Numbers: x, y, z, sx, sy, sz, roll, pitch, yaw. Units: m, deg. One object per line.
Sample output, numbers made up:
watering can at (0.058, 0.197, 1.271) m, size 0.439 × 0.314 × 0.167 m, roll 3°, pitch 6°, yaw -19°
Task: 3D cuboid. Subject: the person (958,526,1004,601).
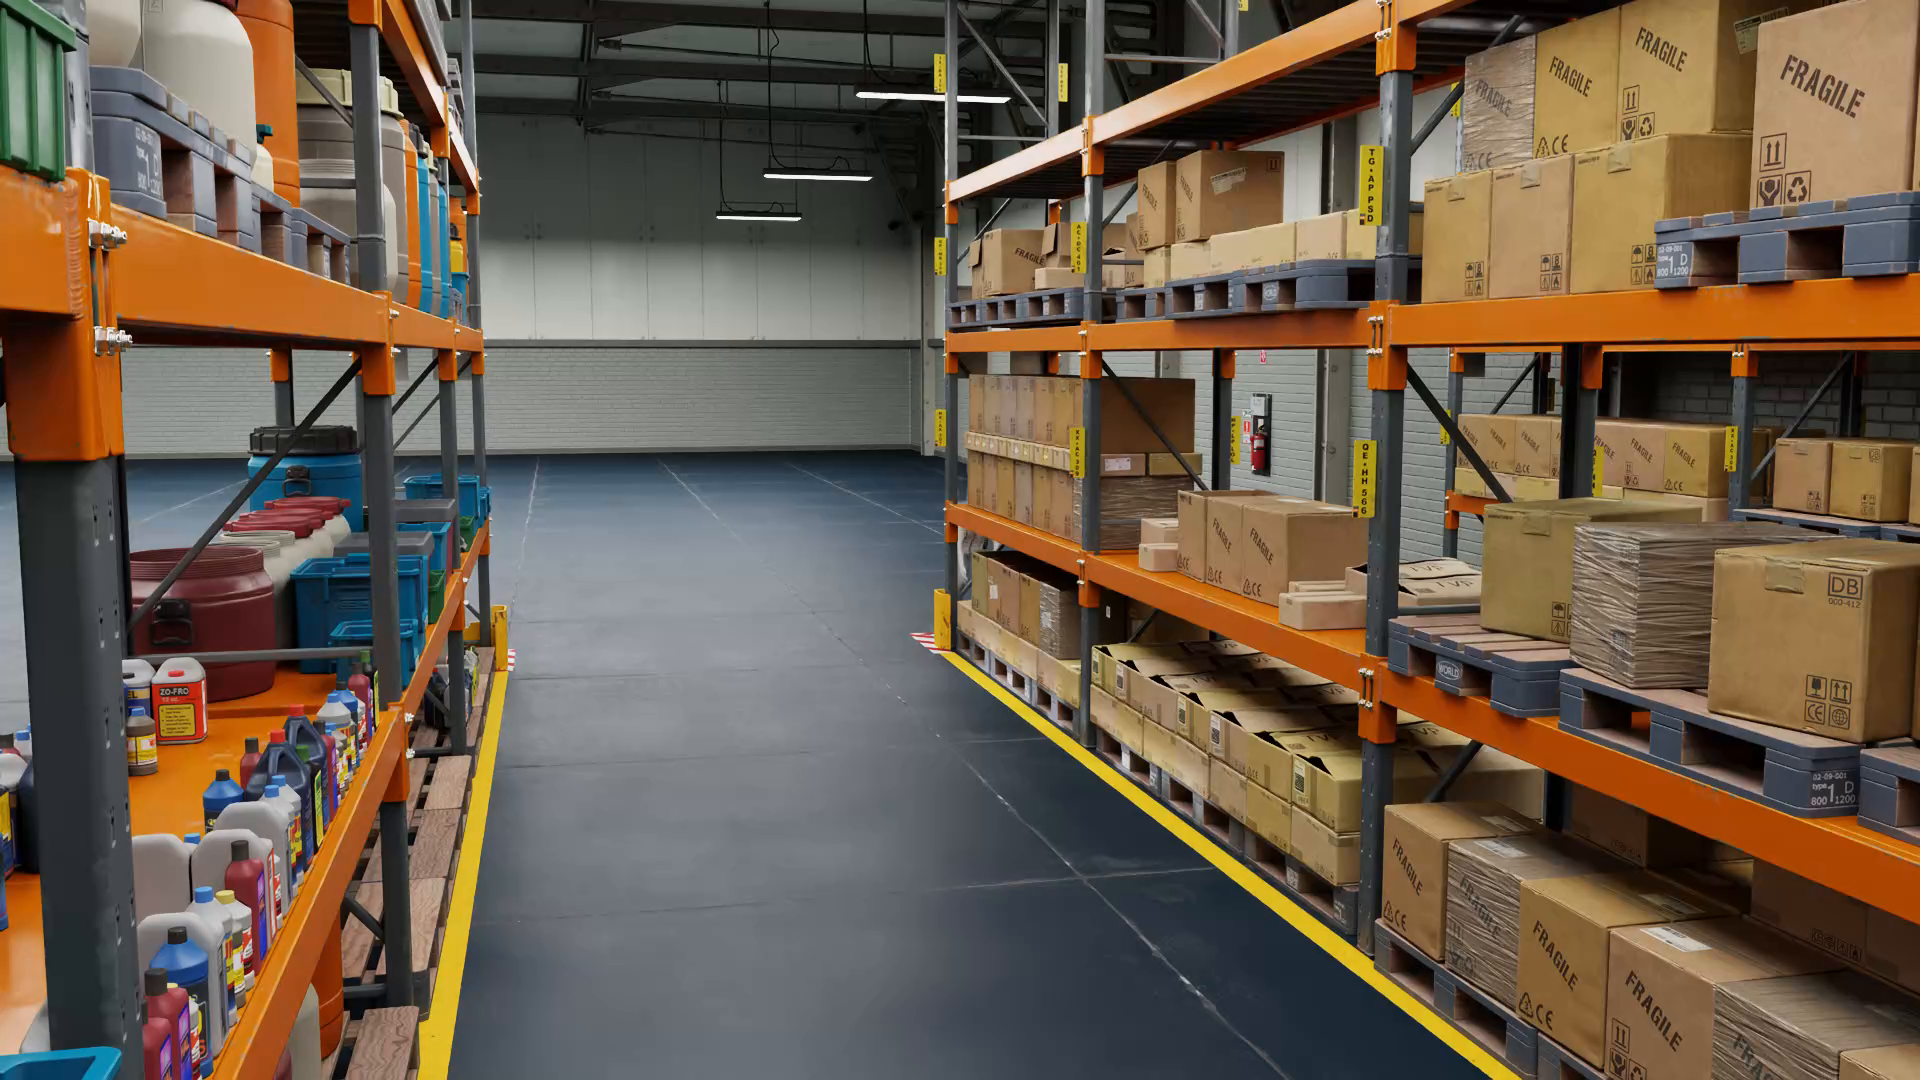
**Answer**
person at (0.157, 0.149, 16.438) m, size 0.534 × 1.320 × 0.739 m, roll -2°, pitch 6°, yaw -14°
